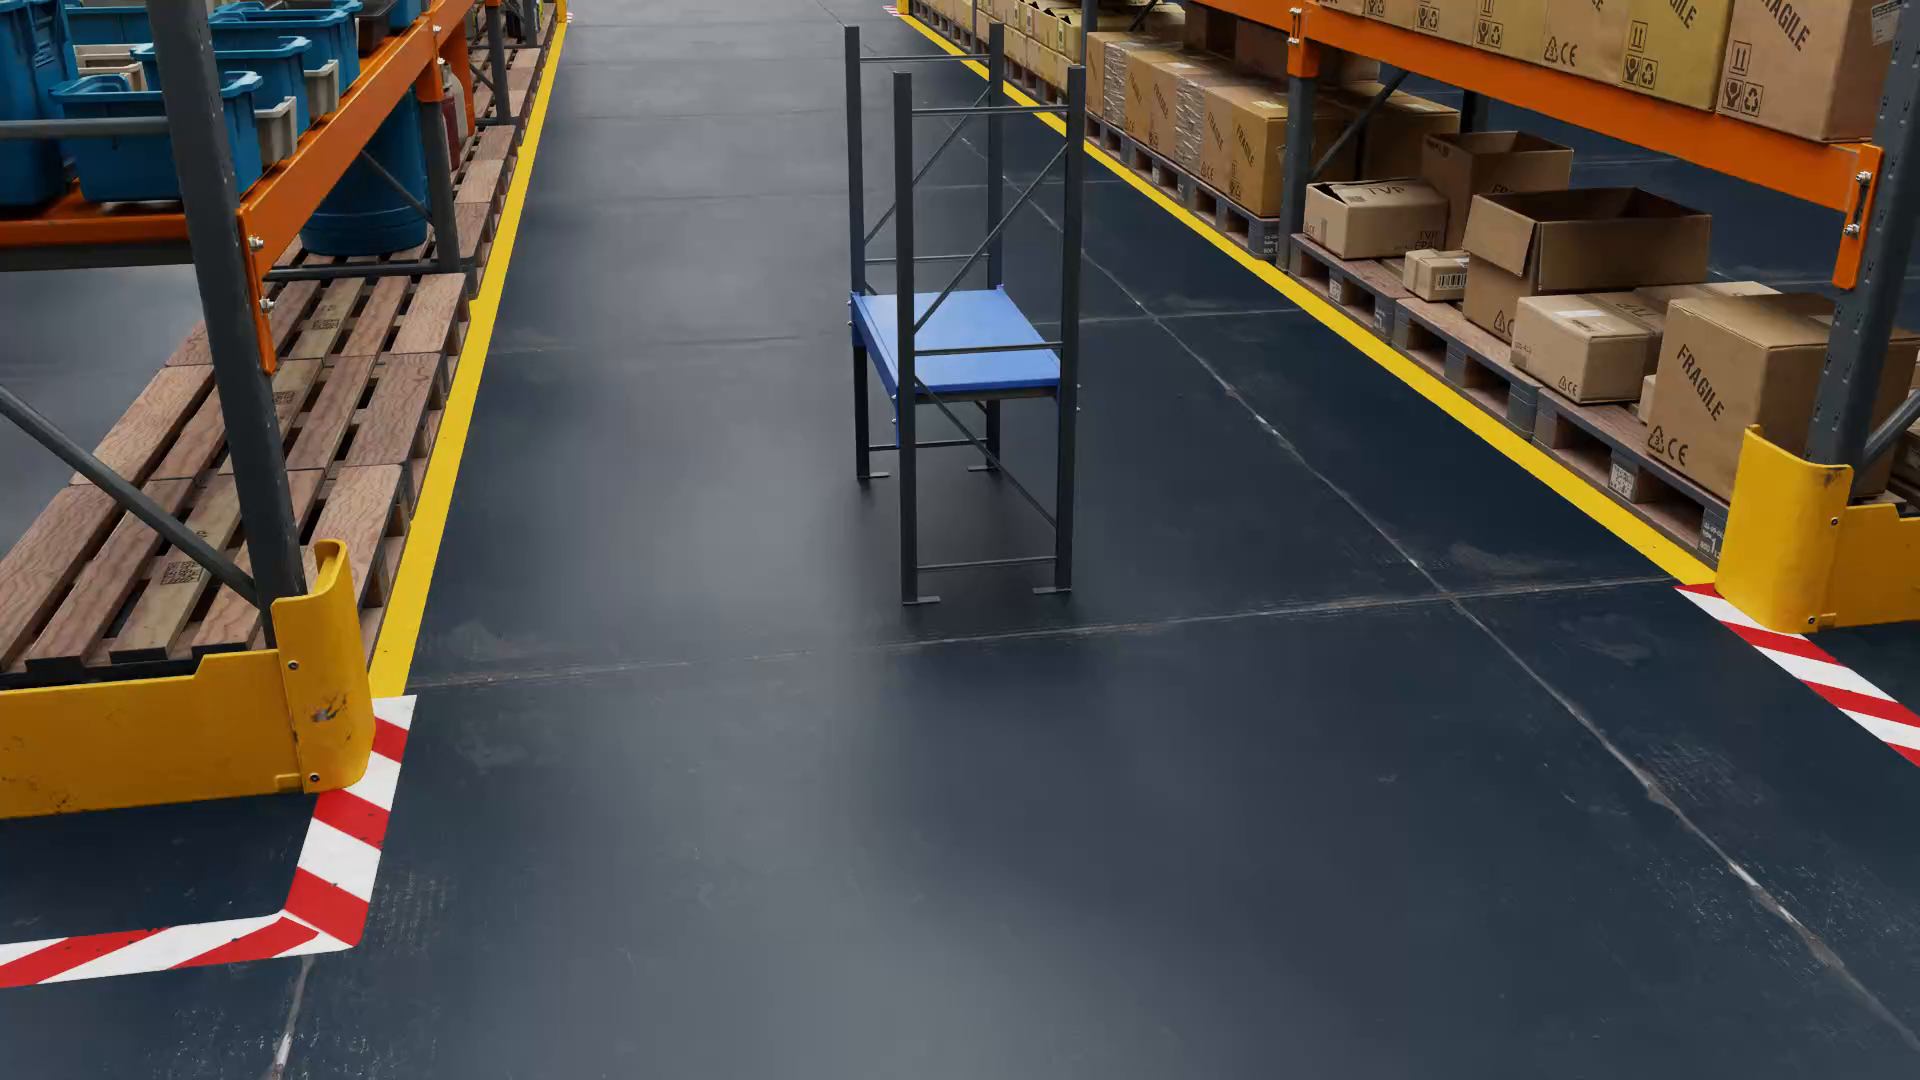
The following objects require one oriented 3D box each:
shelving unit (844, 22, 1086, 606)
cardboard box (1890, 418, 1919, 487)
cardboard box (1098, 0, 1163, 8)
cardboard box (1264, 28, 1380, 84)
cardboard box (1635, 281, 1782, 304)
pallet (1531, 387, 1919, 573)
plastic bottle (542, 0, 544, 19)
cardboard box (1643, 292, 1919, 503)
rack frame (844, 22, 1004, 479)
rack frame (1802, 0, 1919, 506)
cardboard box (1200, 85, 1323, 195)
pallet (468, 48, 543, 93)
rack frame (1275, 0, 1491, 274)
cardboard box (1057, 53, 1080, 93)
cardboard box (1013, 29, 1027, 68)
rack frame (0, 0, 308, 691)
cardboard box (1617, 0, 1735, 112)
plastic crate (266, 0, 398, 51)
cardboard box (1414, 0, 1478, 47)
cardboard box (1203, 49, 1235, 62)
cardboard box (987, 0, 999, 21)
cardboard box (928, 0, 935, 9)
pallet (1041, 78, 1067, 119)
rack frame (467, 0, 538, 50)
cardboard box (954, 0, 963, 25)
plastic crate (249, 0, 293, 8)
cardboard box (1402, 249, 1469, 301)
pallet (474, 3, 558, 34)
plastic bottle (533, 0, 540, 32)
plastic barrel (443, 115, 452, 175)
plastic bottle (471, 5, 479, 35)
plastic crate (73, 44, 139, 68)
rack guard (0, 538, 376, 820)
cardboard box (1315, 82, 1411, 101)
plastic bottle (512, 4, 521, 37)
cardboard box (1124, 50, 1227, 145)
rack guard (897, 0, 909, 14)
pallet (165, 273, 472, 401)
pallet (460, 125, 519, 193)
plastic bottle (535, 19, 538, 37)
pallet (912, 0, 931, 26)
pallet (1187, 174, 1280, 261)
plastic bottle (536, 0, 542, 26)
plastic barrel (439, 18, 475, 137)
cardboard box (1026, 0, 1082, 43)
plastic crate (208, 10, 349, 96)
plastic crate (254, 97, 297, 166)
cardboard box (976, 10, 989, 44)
[{"bbox_3d":[-0.016,-0.721,5.027,0.538,1.500,1.048,-4,24,-10],"label":"shelving unit"},{"bbox_3d":[3.095,-0.273,5.140,0.380,0.149,0.250,-4,24,-10],"label":"cardboard box"},{"bbox_3d":[1.349,-4.158,13.234,0.500,0.311,0.500,-5,24,-11],"label":"cardboard box"},{"bbox_3d":[2.060,-2.763,9.464,0.500,0.250,0.500,-4,24,-10],"label":"cardboard box"},{"bbox_3d":[2.828,-0.758,6.123,0.500,0.250,0.500,-4,24,-10],"label":"cardboard box"},{"bbox_3d":[2.672,-0.253,5.566,1.003,0.211,1.213,-4,24,-10],"label":"pallet"},{"bbox_3d":[-4.203,-5.278,16.441,0.152,0.276,0.135,-4,24,-9],"label":"plastic bottle"},{"bbox_3d":[2.492,-0.440,5.082,0.500,0.500,0.500,-4,24,-10],"label":"cardboard box"},{"bbox_3d":[-0.110,-0.921,5.484,0.500,1.500,0.032,-4,24,-10],"label":"rack frame"},{"bbox_3d":[2.834,-1.188,4.222,1.000,3.000,0.127,-4,24,-10],"label":"rack frame"},{"bbox_3d":[1.639,-2.185,9.079,0.500,0.500,0.500,-4,24,-10],"label":"cardboard box"},{"bbox_3d":[-4.070,-3.959,14.051,1.003,0.211,1.213,-4,24,-10],"label":"pallet"},{"bbox_3d":[2.095,-2.761,7.824,1.000,3.000,0.127,-4,24,-10],"label":"rack frame"},{"bbox_3d":[1.018,-3.456,12.326,0.500,0.250,0.500,-4,24,-8],"label":"cardboard box"},{"bbox_3d":[0.731,-4.058,13.705,0.500,0.250,0.500,-4,24,-9],"label":"cardboard box"},{"bbox_3d":[-2.034,-0.823,3.386,1.000,3.000,0.127,-4,24,-10],"label":"rack frame"},{"bbox_3d":[2.385,-1.593,5.026,0.500,0.500,0.500,-4,24,-9],"label":"cardboard box"},{"bbox_3d":[-2.303,-1.877,6.069,0.437,0.125,0.590,-4,24,-10],"label":"plastic crate"},{"bbox_3d":[2.109,-2.188,6.388,0.500,0.500,0.500,-4,24,-10],"label":"cardboard box"},{"bbox_3d":[1.854,-2.837,10.570,0.500,0.500,0.500,-5,24,-12],"label":"cardboard box"},{"bbox_3d":[0.534,-4.719,14.517,0.500,0.311,0.500,-5,24,-10],"label":"cardboard box"},{"bbox_3d":[-0.056,-5.793,17.677,0.500,0.250,0.500,-4,24,-10],"label":"cardboard box"},{"bbox_3d":[1.241,-3.383,12.733,1.003,0.211,1.213,-4,24,-10],"label":"pallet"},{"bbox_3d":[-4.253,-5.543,14.193,1.000,3.000,0.127,-4,24,-10],"label":"rack frame"},{"bbox_3d":[0.232,-5.204,16.328,0.500,0.250,0.500,-4,24,-10],"label":"cardboard box"},{"bbox_3d":[-2.828,-2.109,6.586,0.396,0.136,0.243,-4,24,-10],"label":"plastic crate"},{"bbox_3d":[2.129,-1.144,7.111,0.380,0.166,0.250,-4,24,-10],"label":"cardboard box"},{"bbox_3d":[-4.788,-5.492,17.561,1.003,0.211,1.213,-4,24,-10],"label":"pallet"},{"bbox_3d":[-4.030,-4.953,15.603,0.144,0.351,0.185,-5,24,-12],"label":"plastic bottle"},{"bbox_3d":[-3.005,-2.171,9.056,0.421,0.512,0.421,0,24,0],"label":"plastic barrel"},{"bbox_3d":[-4.550,-4.824,15.402,0.152,0.276,0.135,-4,24,-10],"label":"plastic bottle"},{"bbox_3d":[-2.551,-1.375,4.904,0.298,0.136,0.250,-4,24,-10],"label":"plastic crate"},{"bbox_3d":[-2.017,0.331,3.867,1.175,0.500,0.348,-4,24,-10],"label":"rack guard"},{"bbox_3d":[2.135,-2.235,9.192,0.500,0.500,0.500,-4,24,-9],"label":"cardboard box"},{"bbox_3d":[-4.073,-4.774,15.278,0.061,0.283,0.133,-4,24,-10],"label":"plastic bottle"},{"bbox_3d":[1.348,-2.787,10.458,0.500,0.500,0.500,-5,24,-10],"label":"cardboard box"},{"bbox_3d":[-0.129,-6.345,19.154,1.175,0.500,0.348,-4,24,-10],"label":"rack guard"},{"bbox_3d":[-2.600,-0.832,6.891,1.003,0.211,1.213,-4,24,-10],"label":"pallet"},{"bbox_3d":[-3.327,-2.384,10.446,1.003,0.211,1.213,-4,24,-10],"label":"pallet"},{"bbox_3d":[-3.919,-4.700,15.210,0.097,0.201,0.097,0,24,0],"label":"plastic bottle"},{"bbox_3d":[0.058,-5.906,18.508,1.003,0.211,1.213,-4,24,-10],"label":"pallet"},{"bbox_3d":[1.907,-1.800,9.109,1.003,0.211,1.213,-4,24,-10],"label":"pallet"},{"bbox_3d":[-4.108,-5.120,15.985,0.144,0.351,0.185,-4,24,-10],"label":"plastic bottle"},{"bbox_3d":[-3.406,-2.976,10.503,0.600,0.830,0.708,-4,24,-10],"label":"plastic barrel"},{"bbox_3d":[0.823,-4.114,13.133,0.500,0.311,0.500,-4,24,-10],"label":"cardboard box"},{"bbox_3d":[-2.000,-1.413,4.871,0.416,0.233,0.300,-4,24,-10],"label":"plastic crate"},{"bbox_3d":[-1.734,-0.983,4.008,0.250,0.136,0.298,-4,24,-10],"label":"plastic crate"},{"bbox_3d":[0.446,-4.663,15.090,0.500,0.250,0.500,-5,24,-11],"label":"cardboard box"}]
